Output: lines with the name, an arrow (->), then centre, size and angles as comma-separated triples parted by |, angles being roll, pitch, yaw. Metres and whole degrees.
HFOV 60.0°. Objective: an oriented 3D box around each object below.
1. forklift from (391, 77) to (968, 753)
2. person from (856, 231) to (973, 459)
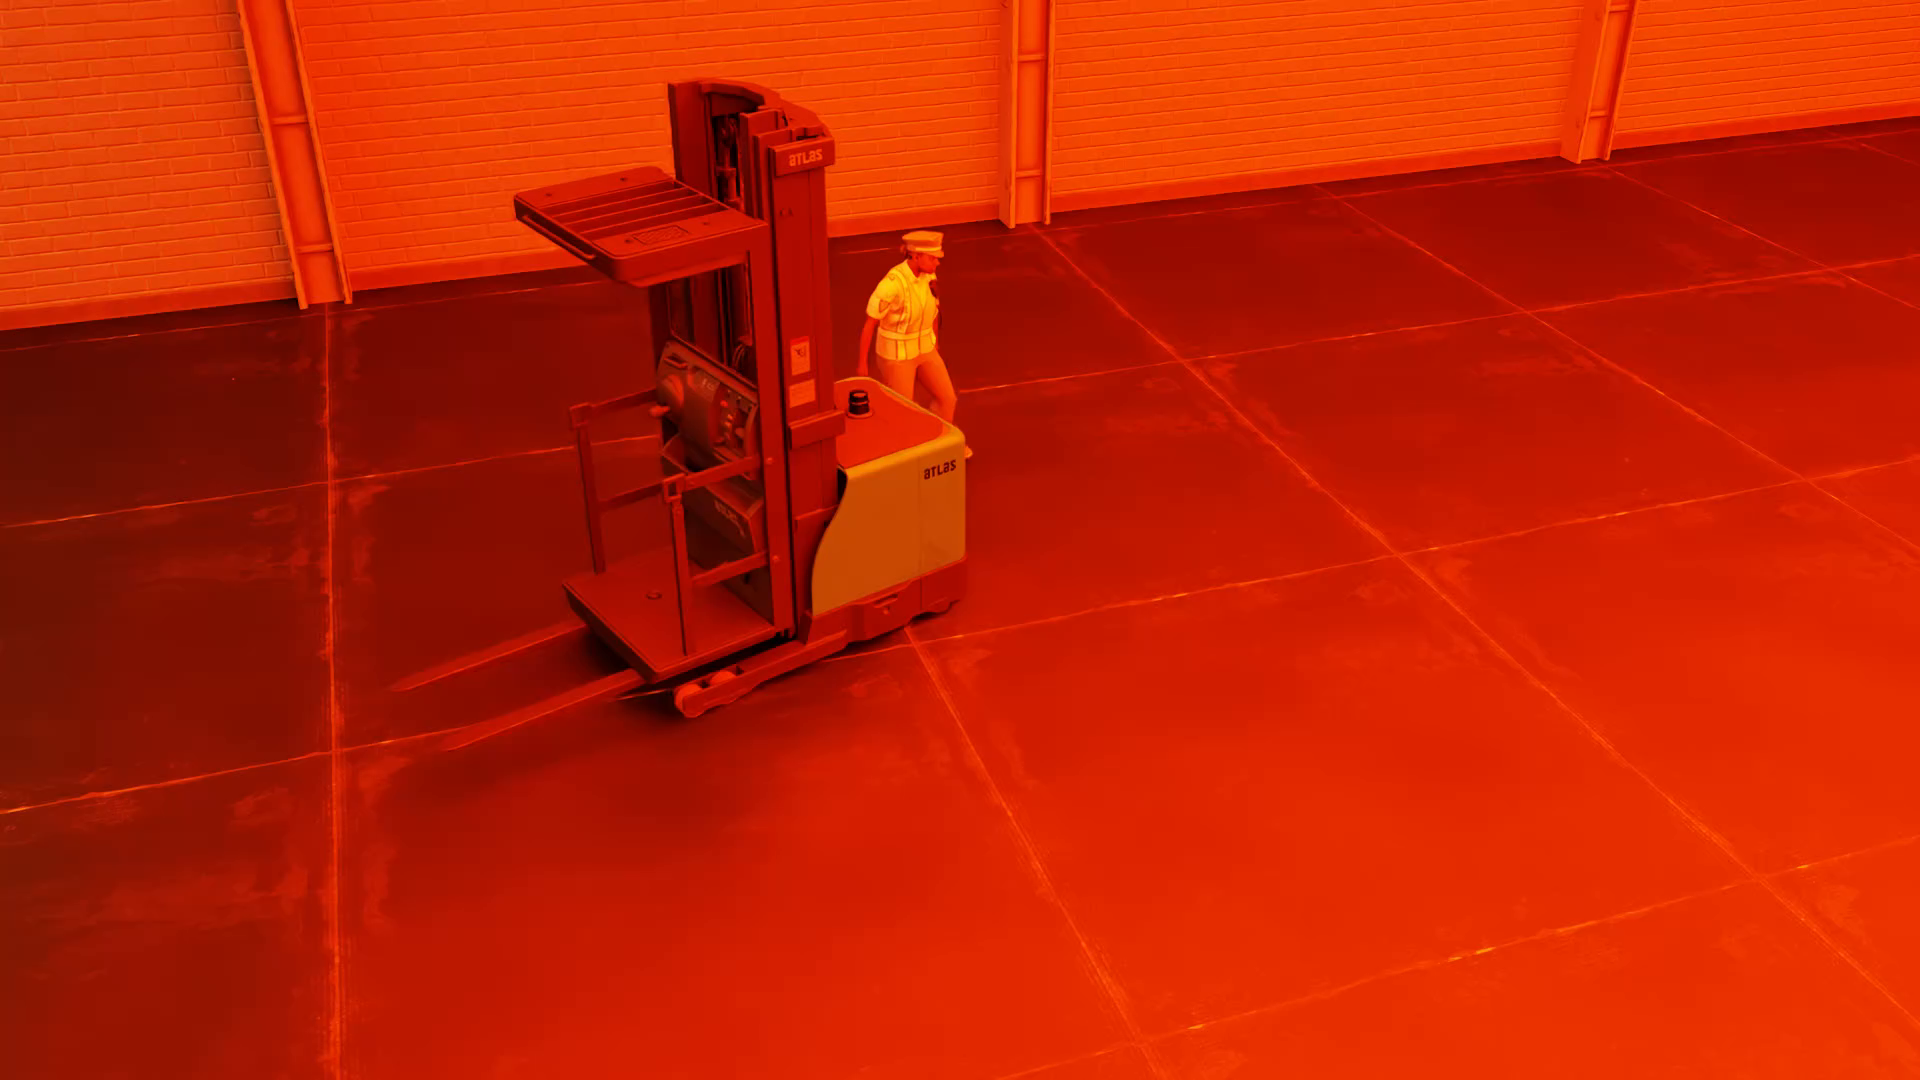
forklift -> -1.438, -0.666, 8.245 | 3.031, 2.935, 1.130 | -21, 36, -32
person -> -0.289, -1.155, 10.349 | 0.415, 1.628, 0.801 | 26, 39, 38
